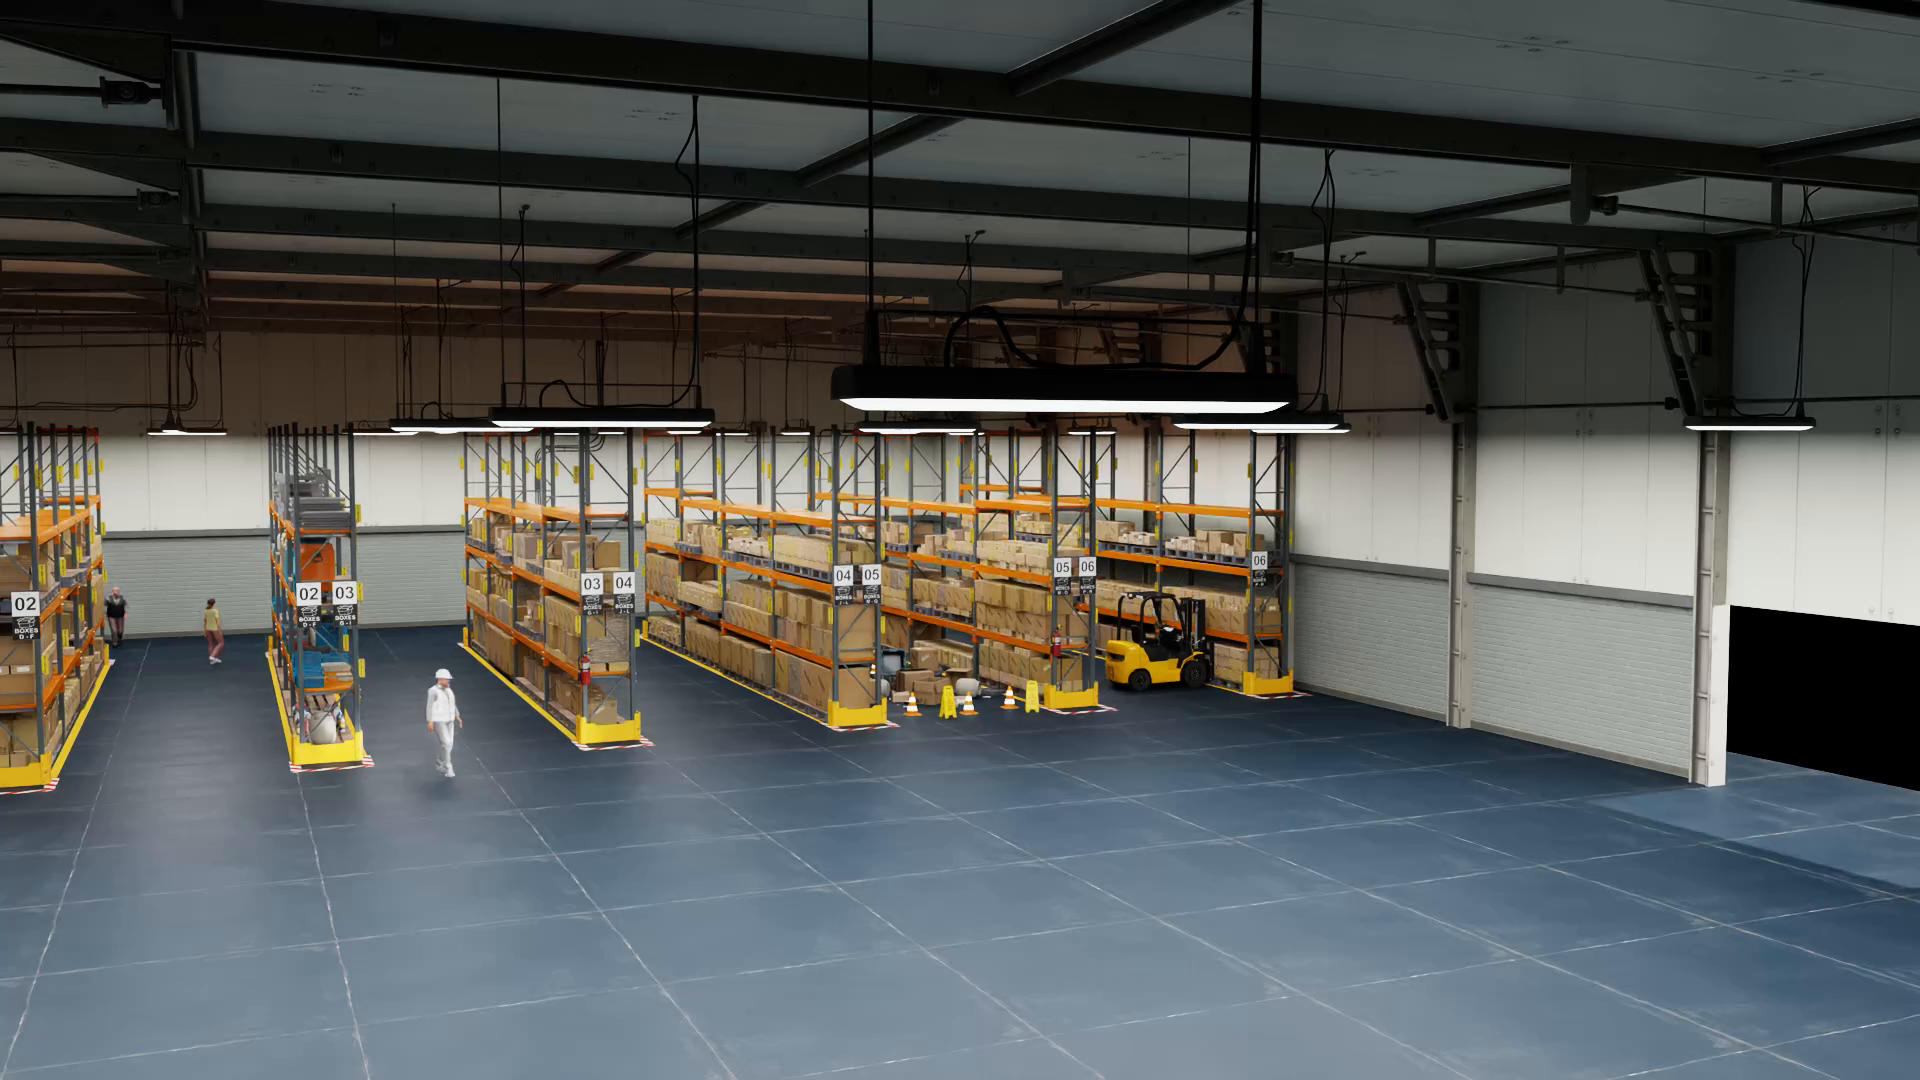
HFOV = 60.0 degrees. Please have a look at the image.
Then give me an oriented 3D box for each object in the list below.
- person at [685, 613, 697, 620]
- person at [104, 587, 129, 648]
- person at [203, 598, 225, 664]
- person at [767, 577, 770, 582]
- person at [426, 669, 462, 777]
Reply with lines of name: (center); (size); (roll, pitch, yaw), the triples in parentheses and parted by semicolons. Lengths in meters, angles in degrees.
person: (-8.165, 1.846, 49.237); (0.889, 1.720, 0.565); (0, 3, -2)
person: (-23.114, 2.111, 45.500); (0.673, 1.673, 0.589); (-2, 4, -31)
person: (-18.956, 2.318, 42.145); (0.480, 1.673, 0.491); (1, 4, 13)
person: (-5.920, 1.744, 52.420); (0.488, 1.647, 0.597); (3, 5, 42)
person: (-8.765, 3.125, 28.411); (0.599, 1.822, 0.565); (2, 4, 24)
